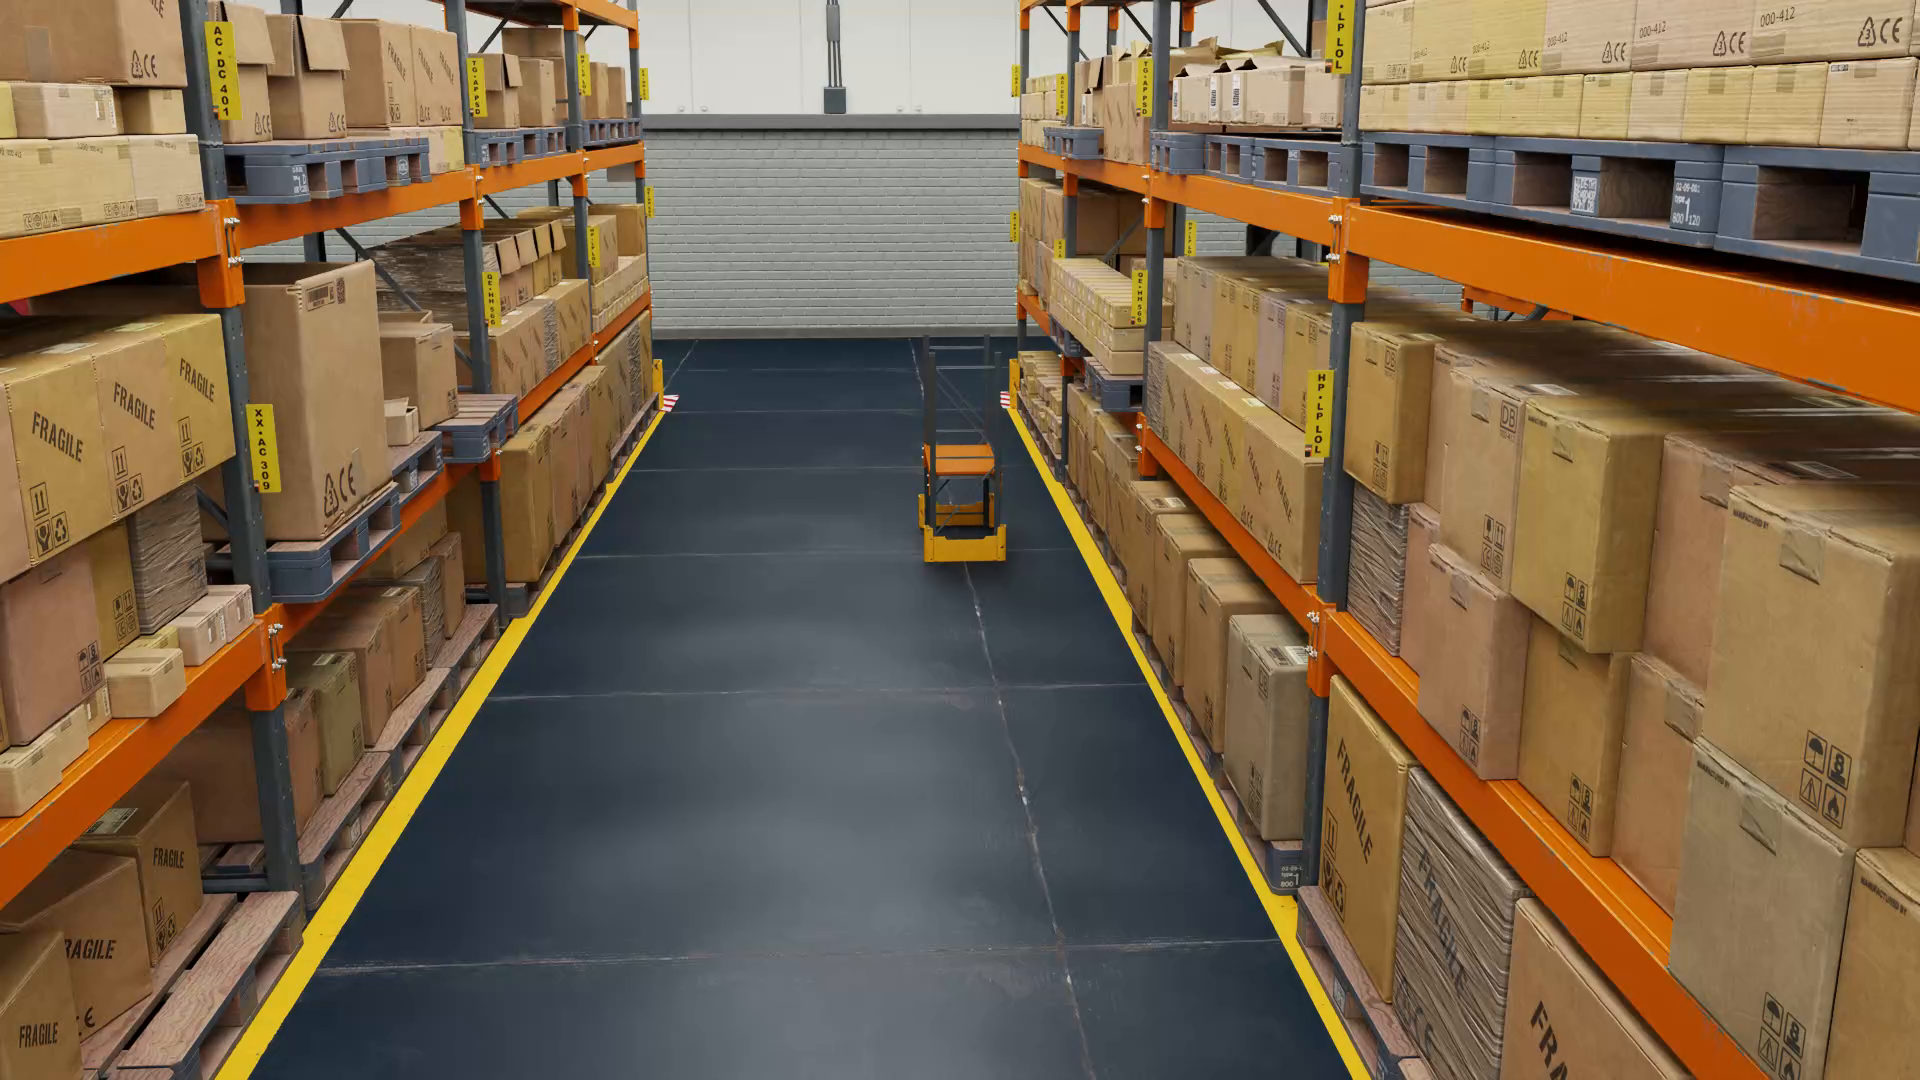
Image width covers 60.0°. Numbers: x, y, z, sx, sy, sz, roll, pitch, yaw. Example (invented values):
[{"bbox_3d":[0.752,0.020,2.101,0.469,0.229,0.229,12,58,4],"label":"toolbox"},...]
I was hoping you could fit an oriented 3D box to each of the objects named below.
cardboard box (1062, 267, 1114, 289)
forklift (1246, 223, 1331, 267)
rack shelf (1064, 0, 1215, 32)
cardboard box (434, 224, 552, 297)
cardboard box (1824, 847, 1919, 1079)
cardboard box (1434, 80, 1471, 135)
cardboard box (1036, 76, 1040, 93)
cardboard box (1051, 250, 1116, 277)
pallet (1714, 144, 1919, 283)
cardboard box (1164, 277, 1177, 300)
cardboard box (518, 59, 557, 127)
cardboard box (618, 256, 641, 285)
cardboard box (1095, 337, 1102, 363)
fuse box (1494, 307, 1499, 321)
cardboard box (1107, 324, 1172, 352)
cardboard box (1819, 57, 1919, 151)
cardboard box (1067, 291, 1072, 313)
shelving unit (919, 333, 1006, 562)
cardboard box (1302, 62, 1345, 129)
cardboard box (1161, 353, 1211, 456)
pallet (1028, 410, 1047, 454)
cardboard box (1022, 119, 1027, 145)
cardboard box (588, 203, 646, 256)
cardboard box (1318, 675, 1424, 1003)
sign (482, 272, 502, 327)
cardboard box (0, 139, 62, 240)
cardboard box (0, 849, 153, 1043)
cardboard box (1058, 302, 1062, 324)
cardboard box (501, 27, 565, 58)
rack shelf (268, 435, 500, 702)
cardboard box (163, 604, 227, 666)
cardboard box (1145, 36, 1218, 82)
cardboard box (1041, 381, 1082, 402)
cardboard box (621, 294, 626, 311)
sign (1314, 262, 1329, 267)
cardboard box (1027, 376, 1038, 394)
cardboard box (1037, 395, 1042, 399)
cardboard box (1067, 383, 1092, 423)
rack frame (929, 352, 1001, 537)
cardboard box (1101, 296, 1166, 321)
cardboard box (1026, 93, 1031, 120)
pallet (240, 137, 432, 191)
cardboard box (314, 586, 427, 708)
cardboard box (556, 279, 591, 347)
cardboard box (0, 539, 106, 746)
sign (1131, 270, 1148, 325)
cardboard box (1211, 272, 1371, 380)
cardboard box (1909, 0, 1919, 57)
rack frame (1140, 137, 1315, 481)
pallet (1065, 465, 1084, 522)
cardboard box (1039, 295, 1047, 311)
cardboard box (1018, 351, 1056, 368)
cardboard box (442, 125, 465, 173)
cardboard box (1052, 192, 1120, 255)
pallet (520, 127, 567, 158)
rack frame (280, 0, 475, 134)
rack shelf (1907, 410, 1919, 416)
[{"bbox_3d":[0.993,-2.014,12.801,0.380,0.149,0.250,-1,14,-4],"label":"cardboard box"},{"bbox_3d":[3.173,-2.151,15.004,1.130,2.935,3.031,-2,15,-6],"label":"forklift"},{"bbox_3d":[1.501,-3.810,11.522,1.077,0.370,4.000,-1,14,-3],"label":"rack shelf"},{"bbox_3d":[-3.500,-2.097,12.444,0.797,0.503,0.637,-1,14,-3],"label":"cardboard box"},{"bbox_3d":[2.053,0.876,2.801,0.875,0.550,0.550,-1,14,-3],"label":"cardboard box"},{"bbox_3d":[1.604,-1.253,4.817,0.380,0.149,0.250,-1,14,-4],"label":"cardboard box"},{"bbox_3d":[0.922,-4.348,15.883,0.380,0.149,0.250,0,14,-2],"label":"cardboard box"},{"bbox_3d":[1.066,-2.253,14.464,0.500,0.500,0.500,-1,14,-3],"label":"cardboard box"},{"bbox_3d":[2.065,-0.554,2.817,1.003,0.211,1.213,-1,14,-3],"label":"pallet"},{"bbox_3d":[1.695,-1.826,12.071,0.380,0.149,0.250,-1,14,-4],"label":"cardboard box"},{"bbox_3d":[-3.533,-3.453,12.864,0.700,0.500,0.500,-1,14,-2],"label":"cardboard box"},{"bbox_3d":[-3.501,-2.716,16.768,0.500,0.250,0.500,-1,14,-4],"label":"cardboard box"},{"bbox_3d":[1.106,-1.272,11.113,0.380,0.149,0.250,-1,14,-2],"label":"cardboard box"},{"bbox_3d":[7.797,-3.815,23.918,0.539,1.711,0.414,-1,14,-3],"label":"fuse box"},{"bbox_3d":[1.140,-1.291,10.589,0.380,0.149,0.250,-1,14,-2],"label":"cardboard box"},{"bbox_3d":[1.731,-0.747,2.849,0.380,0.149,0.250,-1,14,-3],"label":"cardboard box"},{"bbox_3d":[1.013,-1.805,12.585,0.380,0.149,0.250,0,14,-1],"label":"cardboard box"},{"bbox_3d":[0.005,-0.707,12.266,0.587,1.500,1.083,-1,14,-3],"label":"shelving unit"},{"bbox_3d":[1.670,-1.760,6.583,0.500,0.250,0.500,-1,14,-3],"label":"cardboard box"},{"bbox_3d":[1.418,-0.756,9.243,0.500,0.500,0.500,-1,14,-4],"label":"cardboard box"},{"bbox_3d":[1.222,-1.064,16.239,1.003,0.211,1.213,-1,14,-3],"label":"pallet"},{"bbox_3d":[0.902,-4.203,17.125,0.500,0.250,0.500,0,14,-1],"label":"cardboard box"},{"bbox_3d":[-3.534,-3.205,17.162,0.500,0.500,0.500,-1,14,-3],"label":"cardboard box"},{"bbox_3d":[1.842,1.029,5.930,0.875,0.875,0.875,-1,14,-3],"label":"cardboard box"},{"bbox_3d":[-2.790,-1.431,9.904,0.100,0.325,0.005,-1,14,-3],"label":"sign"},{"bbox_3d":[-2.736,-0.917,4.352,0.500,0.250,0.500,-1,14,-4],"label":"cardboard box"},{"bbox_3d":[-3.056,1.346,5.447,0.500,0.500,0.500,4,15,14],"label":"cardboard box"},{"bbox_3d":[0.977,-1.790,13.124,0.380,0.149,0.250,-1,14,-3],"label":"cardboard box"},{"bbox_3d":[-3.631,-4.243,14.228,0.500,0.250,0.500,-2,15,-7],"label":"cardboard box"},{"bbox_3d":[-3.207,-0.052,8.153,1.077,0.370,4.000,-1,14,-3],"label":"rack shelf"},{"bbox_3d":[-2.771,0.330,5.729,0.380,0.149,0.250,-1,14,-3],"label":"cardboard box"},{"bbox_3d":[1.341,-2.918,10.090,0.396,0.266,0.258,-1,14,-3],"label":"cardboard box"},{"bbox_3d":[0.971,-1.396,15.616,0.380,0.149,0.250,-2,15,-6],"label":"cardboard box"},{"bbox_3d":[-3.364,-2.237,15.707,0.380,0.149,0.250,-1,14,-5],"label":"cardboard box"},{"bbox_3d":[2.179,-1.519,10.089,0.100,0.325,0.005,-1,14,-3],"label":"sign"},{"bbox_3d":[0.878,-1.578,16.919,0.380,0.149,0.250,0,14,-2],"label":"cardboard box"},{"bbox_3d":[0.980,-1.374,16.724,0.380,0.149,0.250,-1,14,-3],"label":"cardboard box"},{"bbox_3d":[1.160,-1.112,13.498,0.500,0.250,0.500,-2,15,-6],"label":"cardboard box"},{"bbox_3d":[0.037,-0.579,11.766,0.500,1.500,0.032,-1,14,-3],"label":"rack frame"},{"bbox_3d":[1.124,-1.497,10.790,0.380,0.149,0.250,-1,14,-4],"label":"cardboard box"},{"bbox_3d":[0.931,-4.318,16.567,0.500,0.250,0.500,-1,14,-4],"label":"cardboard box"},{"bbox_3d":[-3.083,-1.678,7.385,1.213,0.211,1.003,-1,14,-3],"label":"pallet"},{"bbox_3d":[-3.181,0.545,8.524,0.700,0.500,0.500,0,14,1],"label":"cardboard box"},{"bbox_3d":[-3.278,-1.829,13.415,0.500,0.500,0.500,-1,14,-3],"label":"cardboard box"},{"bbox_3d":[-2.990,0.265,4.679,0.875,0.500,0.500,-1,14,-3],"label":"cardboard box"},{"bbox_3d":[1.084,-1.461,10.020,0.100,0.325,0.005,-1,14,-3],"label":"sign"},{"bbox_3d":[1.710,-1.117,8.640,0.700,0.500,0.500,-1,14,-4],"label":"cardboard box"},{"bbox_3d":[1.812,-0.853,2.463,0.500,0.250,0.500,-1,14,-3],"label":"cardboard box"},{"bbox_3d":[1.625,-0.949,10.196,1.000,3.000,0.127,-1,14,-3],"label":"rack frame"},{"bbox_3d":[1.427,-0.400,13.658,1.003,0.211,1.213,-1,14,-3],"label":"pallet"},{"bbox_3d":[0.958,-2.278,15.863,0.380,0.149,0.250,-1,14,-2],"label":"cardboard box"},{"bbox_3d":[0.823,-1.914,17.631,0.380,0.149,0.250,-2,15,-6],"label":"cardboard box"},{"bbox_3d":[-3.057,-2.164,9.197,0.500,0.250,0.500,-1,14,-3],"label":"cardboard box"},{"bbox_3d":[1.079,-2.734,14.327,0.500,0.500,0.500,-1,14,-5],"label":"cardboard box"},{"bbox_3d":[-3.473,-3.025,12.630,0.805,0.209,1.217,-1,15,-6],"label":"pallet"},{"bbox_3d":[-3.331,-3.803,9.249,1.000,3.000,0.127,-1,14,-3],"label":"rack frame"},{"bbox_3d":[6.684,-0.205,8.748,1.077,0.370,4.000,-1,14,-3],"label":"rack shelf"}]
